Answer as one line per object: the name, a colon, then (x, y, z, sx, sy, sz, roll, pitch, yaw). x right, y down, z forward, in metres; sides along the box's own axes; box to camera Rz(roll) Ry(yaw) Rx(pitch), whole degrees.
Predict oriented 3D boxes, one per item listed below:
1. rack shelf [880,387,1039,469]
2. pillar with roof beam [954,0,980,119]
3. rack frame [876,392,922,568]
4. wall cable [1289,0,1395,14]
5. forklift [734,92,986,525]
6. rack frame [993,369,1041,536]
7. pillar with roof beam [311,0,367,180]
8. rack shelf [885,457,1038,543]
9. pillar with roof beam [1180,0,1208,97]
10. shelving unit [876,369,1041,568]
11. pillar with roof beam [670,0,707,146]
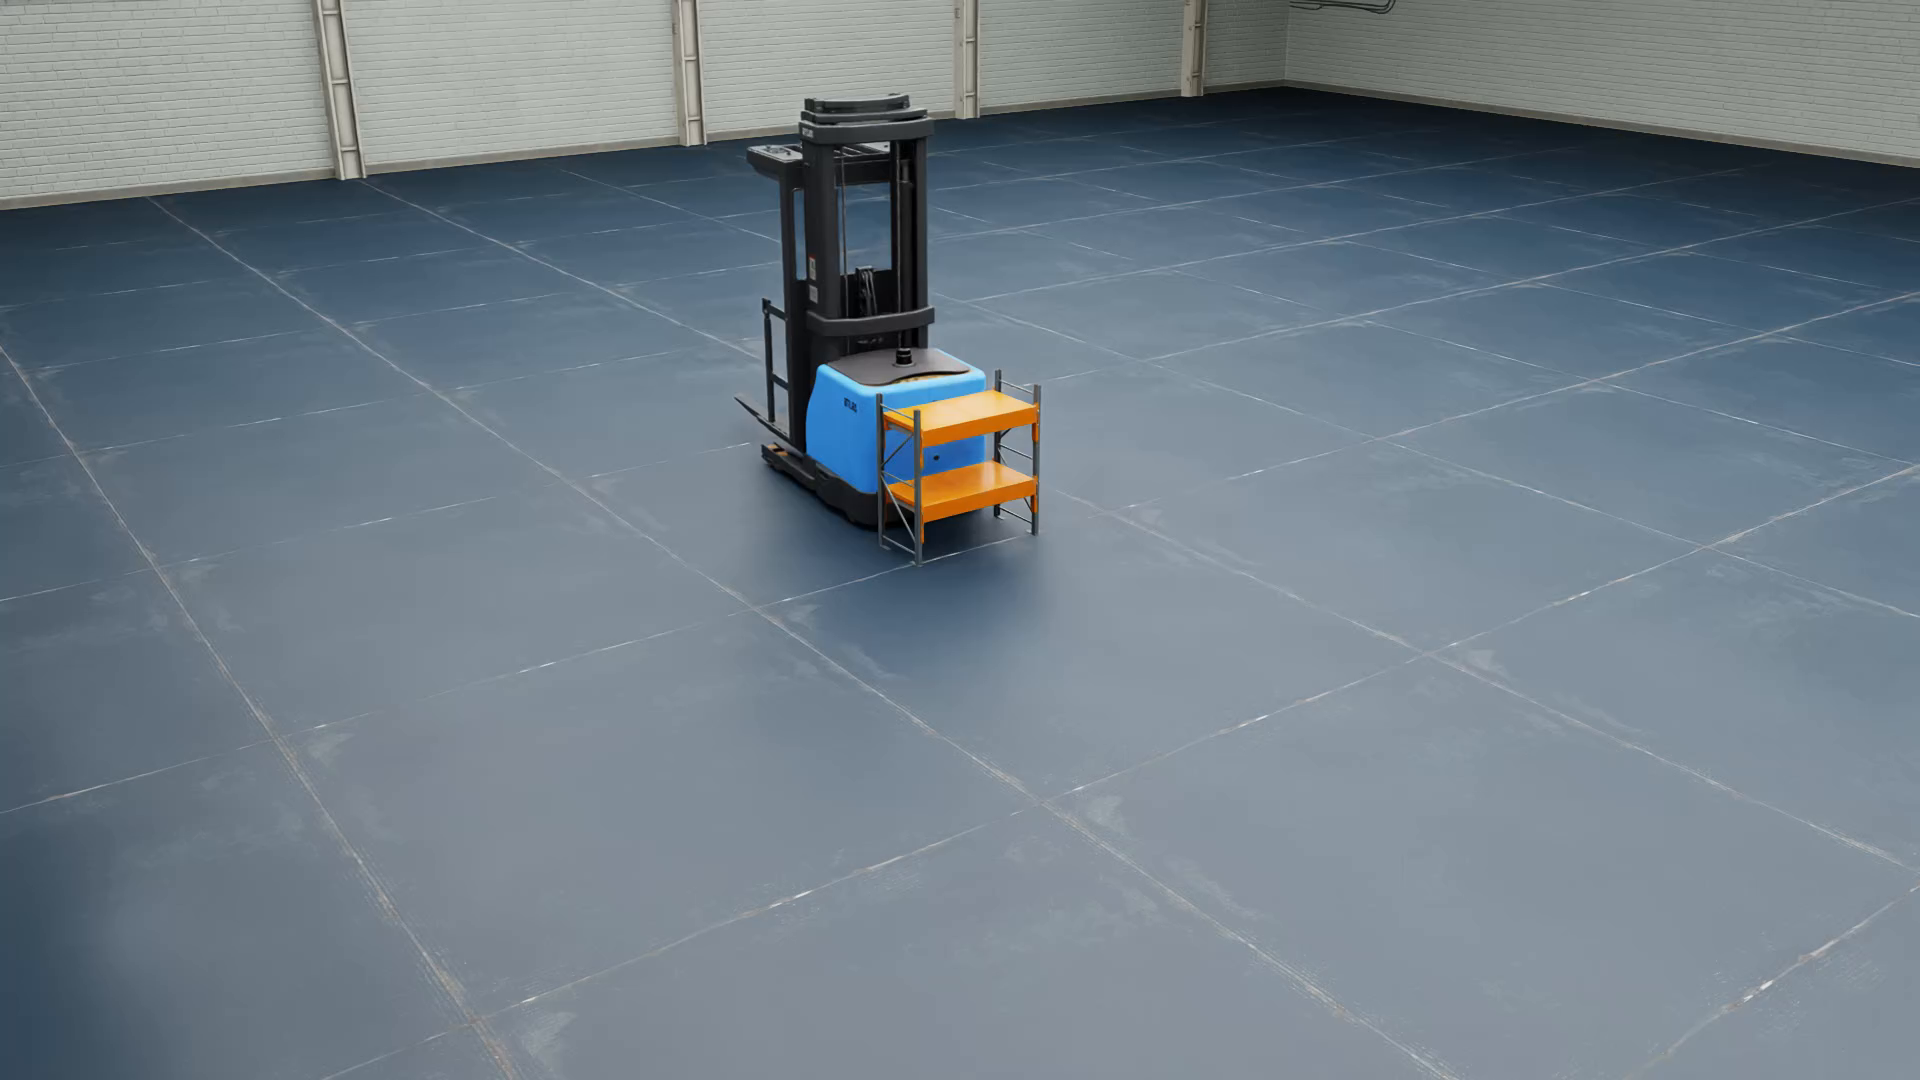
rack shelf: (-0.005, -0.793, 11.576, 1.000, 0.278, 0.538, -15, 26, -33)
pillar with roof beam: (2.654, -11.196, 27.811, 0.400, 9.000, 9.100, -15, 26, -33)
rack frame: (-0.418, -0.411, 11.408, 0.032, 1.125, 0.500, -15, 26, -33)
wall cable: (8.174, -12.587, 35.488, 0.112, 2.526, 3.097, -15, 26, -33)
forklift: (-0.943, -1.975, 12.891, 1.130, 2.935, 3.031, -11, 24, -26)
rack frame: (0.407, -0.631, 11.960, 0.032, 1.125, 0.500, -15, 26, -33)
pillar with roof beam: (-7.087, -8.598, 21.302, 0.400, 9.000, 9.100, -15, 26, -33)
rack shelf: (-0.005, -0.294, 11.775, 1.000, 0.278, 0.538, -15, 26, -33)
pillar with roof beam: (7.525, -12.494, 31.066, 0.400, 9.000, 9.100, -15, 26, -33)
shelving unit: (-0.005, -0.521, 11.684, 1.048, 1.125, 0.538, -15, 26, -33)
pillar with roof beam: (-2.216, -9.897, 24.557, 0.400, 9.000, 9.100, -15, 26, -33)
